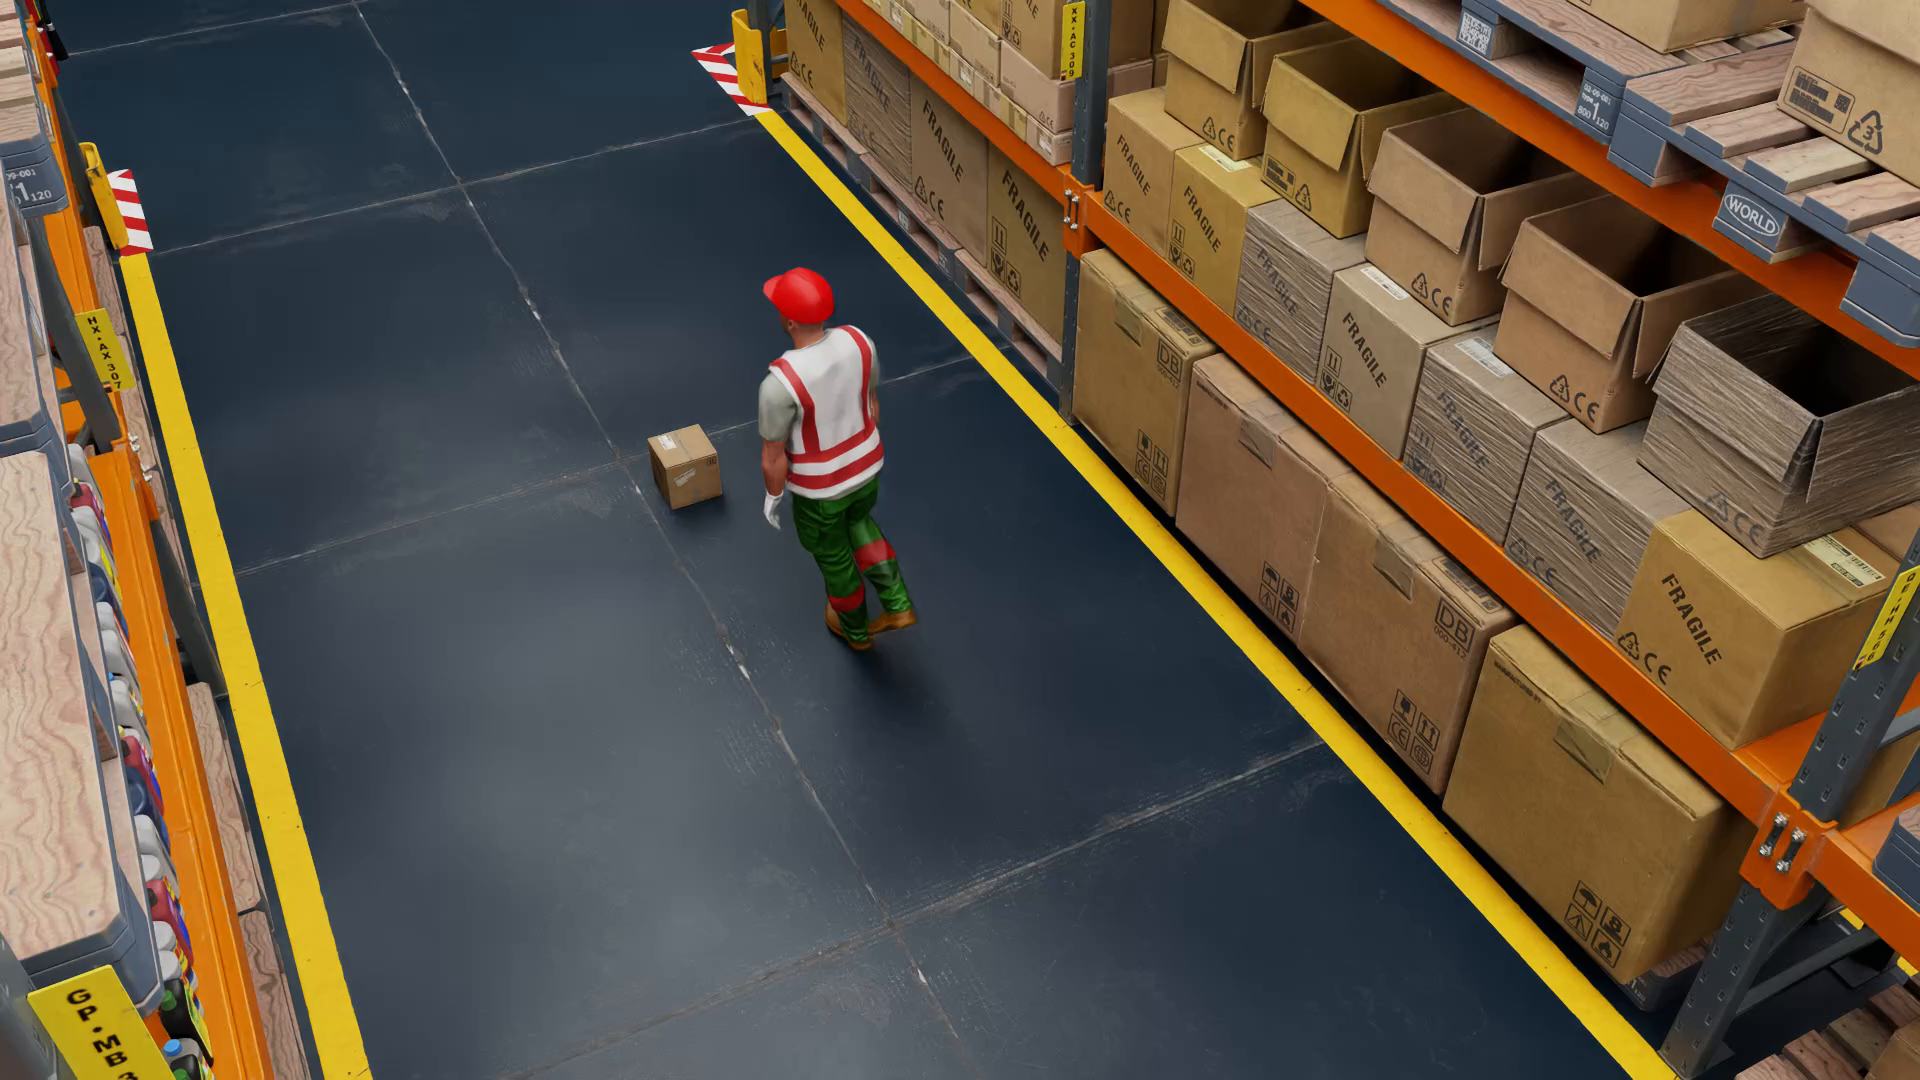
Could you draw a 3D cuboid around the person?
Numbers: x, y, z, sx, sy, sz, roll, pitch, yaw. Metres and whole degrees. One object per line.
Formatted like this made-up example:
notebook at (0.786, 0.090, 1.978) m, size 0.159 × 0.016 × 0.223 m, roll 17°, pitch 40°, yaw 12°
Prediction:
person at (-0.458, -0.226, 6.378) m, size 0.597 × 1.784 × 0.550 m, roll -27°, pitch 48°, yaw -28°
